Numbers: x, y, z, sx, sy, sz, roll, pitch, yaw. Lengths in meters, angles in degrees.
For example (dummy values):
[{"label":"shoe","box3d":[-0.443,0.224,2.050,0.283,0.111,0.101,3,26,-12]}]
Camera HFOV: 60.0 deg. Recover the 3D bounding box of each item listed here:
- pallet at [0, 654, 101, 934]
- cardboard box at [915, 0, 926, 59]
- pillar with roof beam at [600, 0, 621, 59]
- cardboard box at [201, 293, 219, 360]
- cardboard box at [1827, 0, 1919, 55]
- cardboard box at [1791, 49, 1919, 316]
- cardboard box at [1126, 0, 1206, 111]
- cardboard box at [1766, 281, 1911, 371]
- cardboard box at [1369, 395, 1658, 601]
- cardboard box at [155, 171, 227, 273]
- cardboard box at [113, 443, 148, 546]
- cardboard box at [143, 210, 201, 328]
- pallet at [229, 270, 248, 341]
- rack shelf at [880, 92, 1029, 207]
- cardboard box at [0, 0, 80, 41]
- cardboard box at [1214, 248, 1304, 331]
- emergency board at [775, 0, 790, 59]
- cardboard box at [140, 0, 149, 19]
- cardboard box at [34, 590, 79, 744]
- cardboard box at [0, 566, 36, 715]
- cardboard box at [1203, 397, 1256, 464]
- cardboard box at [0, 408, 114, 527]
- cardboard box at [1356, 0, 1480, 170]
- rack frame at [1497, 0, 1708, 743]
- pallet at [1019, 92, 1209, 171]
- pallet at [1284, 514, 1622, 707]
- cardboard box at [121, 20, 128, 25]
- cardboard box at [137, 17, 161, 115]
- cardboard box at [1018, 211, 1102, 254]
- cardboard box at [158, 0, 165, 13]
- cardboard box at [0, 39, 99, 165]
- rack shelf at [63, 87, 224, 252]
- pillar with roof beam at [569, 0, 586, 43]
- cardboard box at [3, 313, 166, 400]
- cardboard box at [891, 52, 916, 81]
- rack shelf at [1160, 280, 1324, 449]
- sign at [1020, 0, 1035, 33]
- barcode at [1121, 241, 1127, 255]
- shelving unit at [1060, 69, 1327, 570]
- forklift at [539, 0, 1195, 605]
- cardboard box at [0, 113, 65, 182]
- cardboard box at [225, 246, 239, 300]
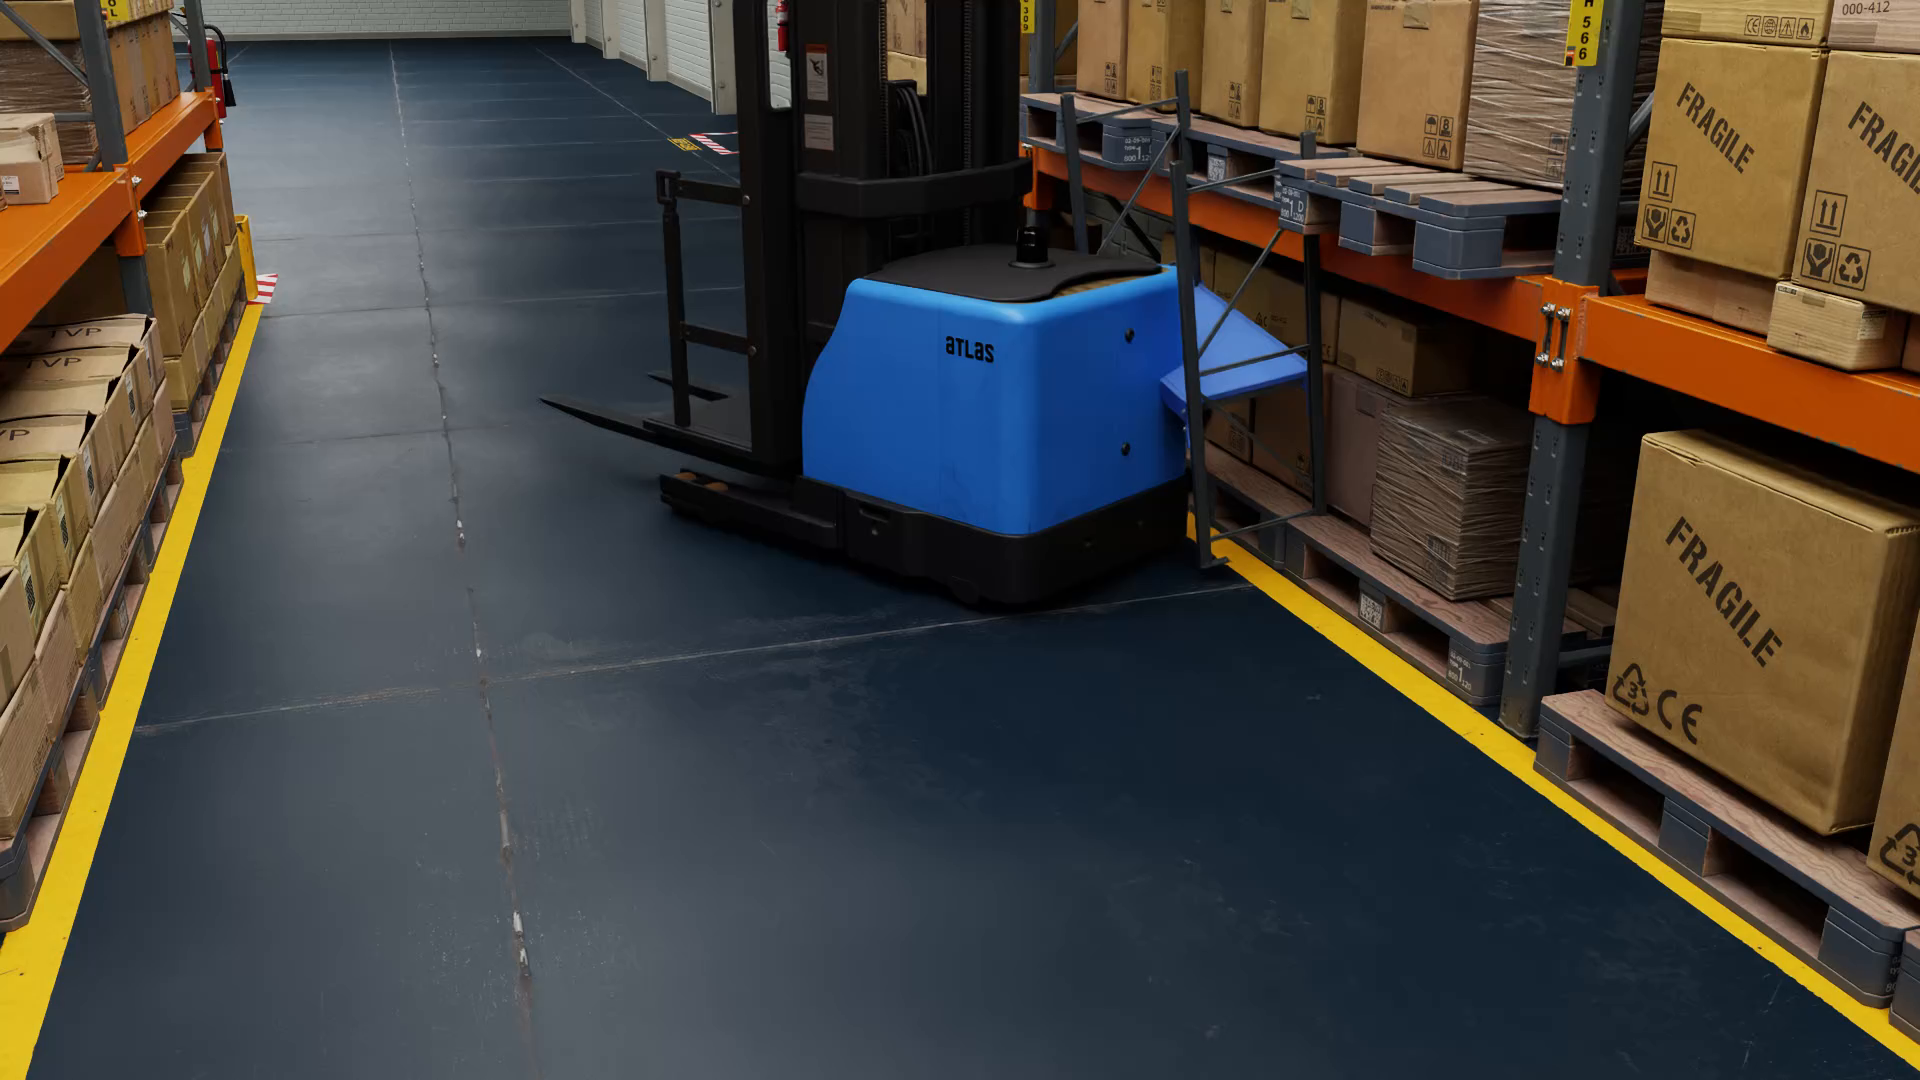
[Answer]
[{"label":"pallet","box3d":[-2.846,0.671,4.237,1.003,0.211,1.213,-6,21,-17]},{"label":"cardboard box","box3d":[0.068,-2.917,9.185,0.500,0.500,0.500,-7,21,-19]},{"label":"pillar with roof beam","box3d":[-11.026,-13.403,30.420,9.100,9.000,0.400,-6,21,-17]},{"label":"cardboard box","box3d":[-4.044,-1.064,8.387,0.500,0.250,0.500,-6,21,-17]},{"label":"cardboard box","box3d":[2.145,-1.105,3.328,0.500,0.250,0.500,-7,21,-18]},{"label":"cardboard box","box3d":[2.143,-0.745,3.436,0.500,0.500,0.500,-6,21,-15]},{"label":"cardboard box","box3d":[1.116,-2.092,7.004,0.700,0.500,0.500,-4,20,-12]},{"label":"cardboard box","box3d":[2.035,-0.486,3.674,0.380,0.149,0.250,-6,21,-16]},{"label":"cardboard box","box3d":[1.801,-0.157,5.463,0.700,0.500,0.500,-6,21,-16]},{"label":"cardboard box","box3d":[-4.359,-1.737,9.153,0.500,0.500,0.500,-6,21,-17]},{"label":"cardboard box","box3d":[-3.157,-0.132,5.792,0.500,0.250,0.500,-6,21,-16]},{"label":"cardboard box","box3d":[-3.895,-1.255,7.811,0.500,0.500,0.500,-6,21,-17]},{"label":"pallet","box3d":[-4.859,-1.387,9.967,1.003,0.211,1.213,-6,21,-17]},{"label":"rack shelf","box3d":[0.191,-2.488,9.970,1.077,0.370,4.000,-6,21,-17]},{"label":"cardboard box","box3d":[-3.782,-2.116,6.763,0.380,0.149,0.250,-6,21,-17]},{"label":"cardboard box","box3d":[1.376,-1.026,6.774,0.500,0.250,0.500,-7,21,-19]},{"label":"emergency board","box3d":[-2.022,-6.058,18.845,0.194,1.169,0.643,-6,21,-17]},{"label":"cardboard box","box3d":[-4.429,-2.775,8.598,0.380,0.149,0.250,-6,21,-16]},{"label":"cardboard box","box3d":[-2.669,0.363,4.416,0.500,0.250,0.500,-7,21,-19]},{"label":"cardboard box","box3d":[-2.510,0.260,3.872,0.500,0.311,0.500,-6,21,-15]},{"label":"cardboard box","box3d":[1.399,-0.652,6.842,0.700,0.500,0.500,-6,21,-17]},{"label":"cardboard box","box3d":[-3.003,-0.237,5.255,0.500,0.311,0.500,-7,21,-18]},{"label":"cardboard box","box3d":[1.719,-1.481,5.304,0.700,0.500,0.500,-8,21,-22]},{"label":"rack frame","box3d":[2.077,-0.901,4.487,1.000,3.000,0.127,-6,21,-17]},{"label":"pallet","box3d":[0.922,-1.834,7.368,1.003,0.211,1.213,-6,21,-17]},{"label":"pallet","box3d":[1.833,0.161,5.657,1.003,0.211,1.213,-6,21,-17]},{"label":"cardboard box","box3d":[-4.191,-2.529,7.913,0.380,0.149,0.250,-7,21,-19]},{"label":"cardboard box","box3d":[-4.684,-2.509,8.815,0.700,0.500,0.500,-6,21,-17]},{"label":"cardboard box","box3d":[0.456,-1.544,9.325,0.500,0.500,0.500,-8,21,-21]},{"label":"cardboard box","box3d":[-4.674,-3.025,9.293,0.380,0.149,0.250,-7,21,-18]},{"label":"cardboard box","box3d":[-4.027,-1.846,6.970,0.700,0.500,0.500,-7,21,-19]},{"label":"rack shelf","box3d":[-4.510,-1.960,8.501,1.077,0.370,4.000,-6,21,-17]},{"label":"pillar with roof beam","box3d":[-12.912,-15.329,35.781,9.100,9.000,0.400,-6,21,-17]},{"label":"cardboard box","box3d":[-3.482,-0.725,6.614,0.500,0.311,0.500,-6,21,-17]},{"label":"cardboard box","box3d":[-0.097,-2.725,9.758,0.500,0.250,0.500,-6,21,-17]},{"label":"rack shelf","box3d":[0.881,-0.676,6.209,0.538,0.185,1.000,-15,30,-11]},{"label":"sign","box3d":[0.307,-2.532,7.747,0.100,0.325,0.005,-6,21,-17]},{"label":"barcode","box3d":[0.878,-1.565,8.909,0.001,0.075,0.075,-6,21,-17]},{"label":"shelving unit","box3d":[0.857,-0.832,6.122,0.538,1.500,1.048,-15,30,-11]},{"label":"forklift","box3d":[-0.572,-1.557,6.416,3.031,2.935,1.130,17,26,39]},{"label":"cardboard box","box3d":[-3.685,-1.433,6.191,0.500,0.250,0.500,-5,20,-14]},{"label":"cardboard box","box3d":[-4.521,-1.544,9.725,0.500,0.250,0.500,-6,21,-17]}]
